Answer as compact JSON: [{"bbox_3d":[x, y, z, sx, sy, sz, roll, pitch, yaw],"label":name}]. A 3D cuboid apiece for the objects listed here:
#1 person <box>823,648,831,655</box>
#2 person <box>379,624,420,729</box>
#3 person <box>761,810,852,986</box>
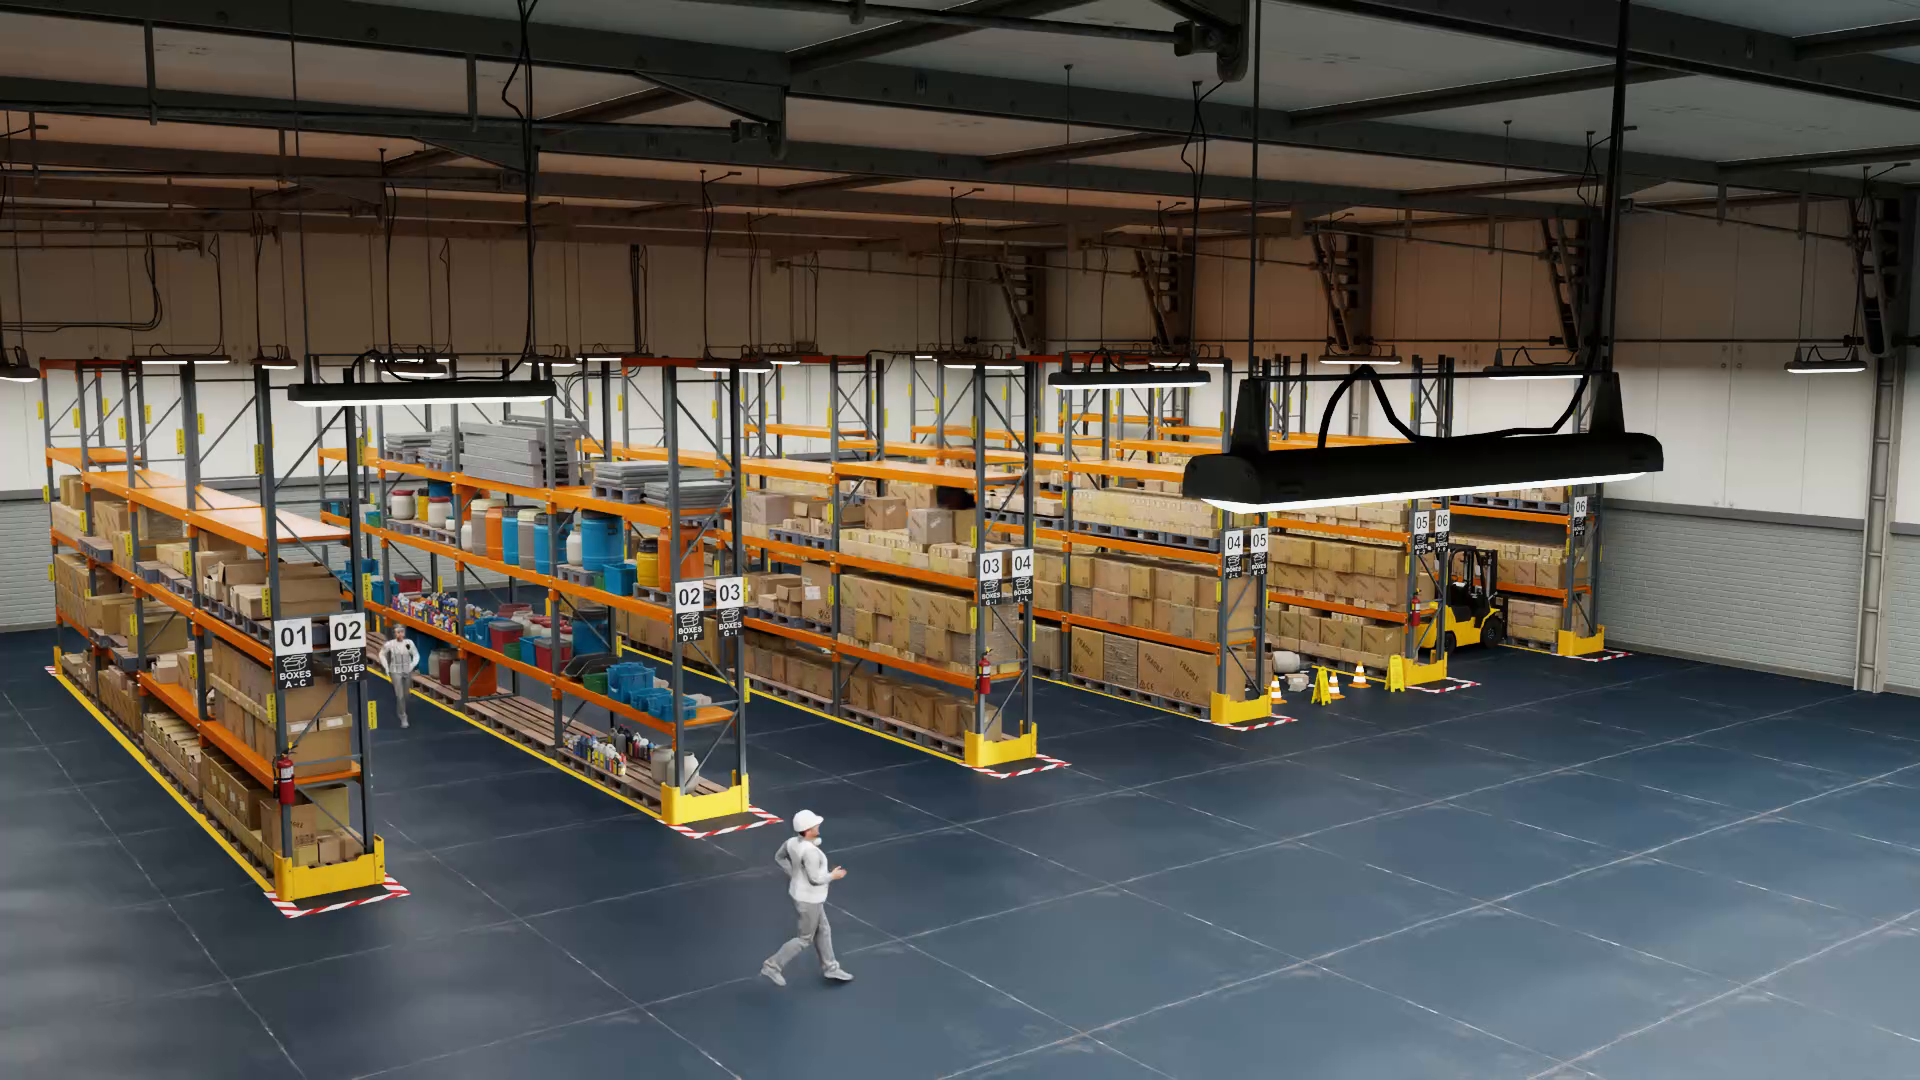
[{"bbox_3d":[-2.641,1.456,33.771,0.561,1.697,0.726,-6,9,-41],"label":"person"},{"bbox_3d":[-9.246,2.205,27.500,0.626,1.700,0.835,-4,8,-33],"label":"person"},{"bbox_3d":[-1.495,3.503,16.198,0.954,1.789,0.658,-3,7,-20],"label":"person"}]
